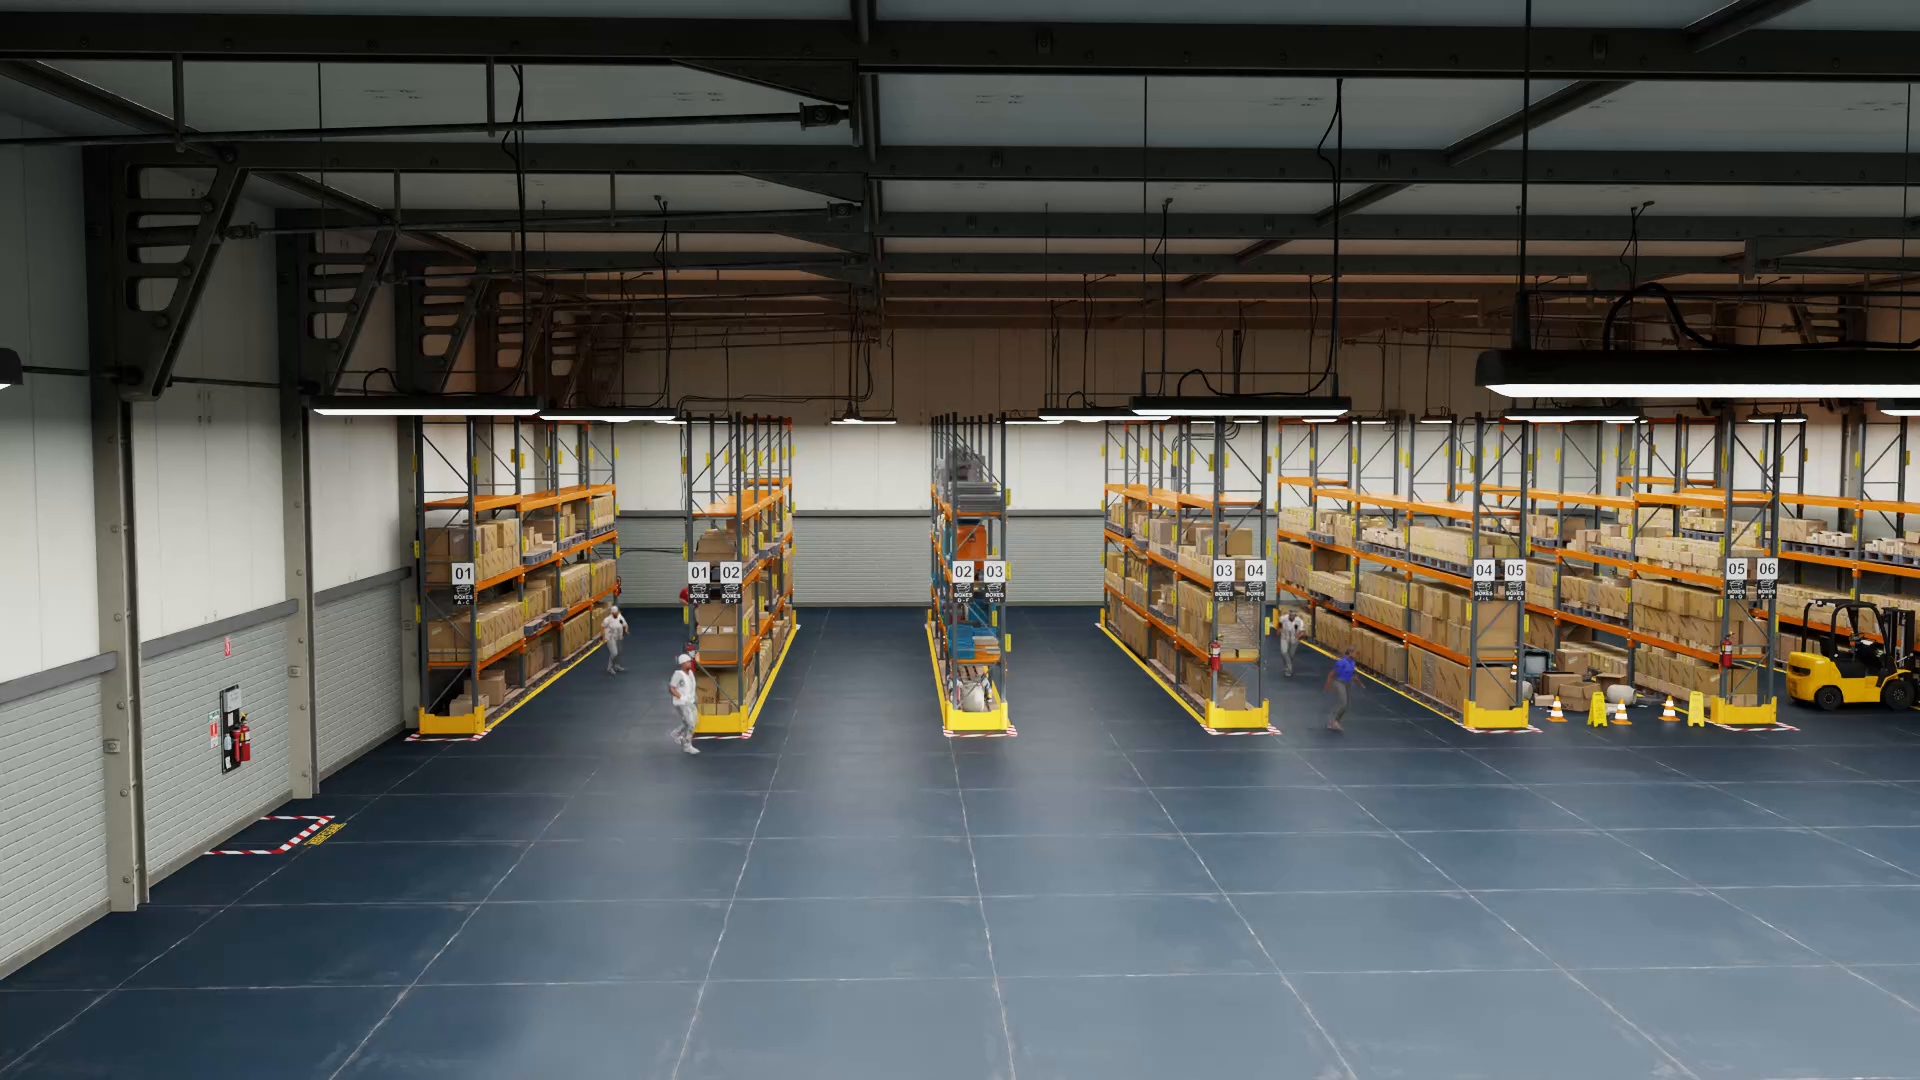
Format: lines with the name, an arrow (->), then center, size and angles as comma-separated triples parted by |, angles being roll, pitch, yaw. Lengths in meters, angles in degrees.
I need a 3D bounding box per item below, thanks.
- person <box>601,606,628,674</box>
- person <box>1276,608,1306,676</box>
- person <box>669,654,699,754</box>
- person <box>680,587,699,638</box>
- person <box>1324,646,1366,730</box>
person -> -7.981, 2.336, 38.714 | 0.805, 1.640, 0.630 | 3, 5, 42
person -> 7.637, 2.320, 38.381 | 0.648, 1.572, 1.121 | 1, 4, 8
person -> -4.889, 2.872, 29.148 | 0.611, 1.751, 0.711 | 1, 4, 20
person -> -7.227, 1.862, 44.868 | 0.677, 1.613, 0.857 | -1, 4, -14
person -> 7.248, 2.789, 31.367 | 0.688, 1.614, 0.574 | 4, 5, 43
